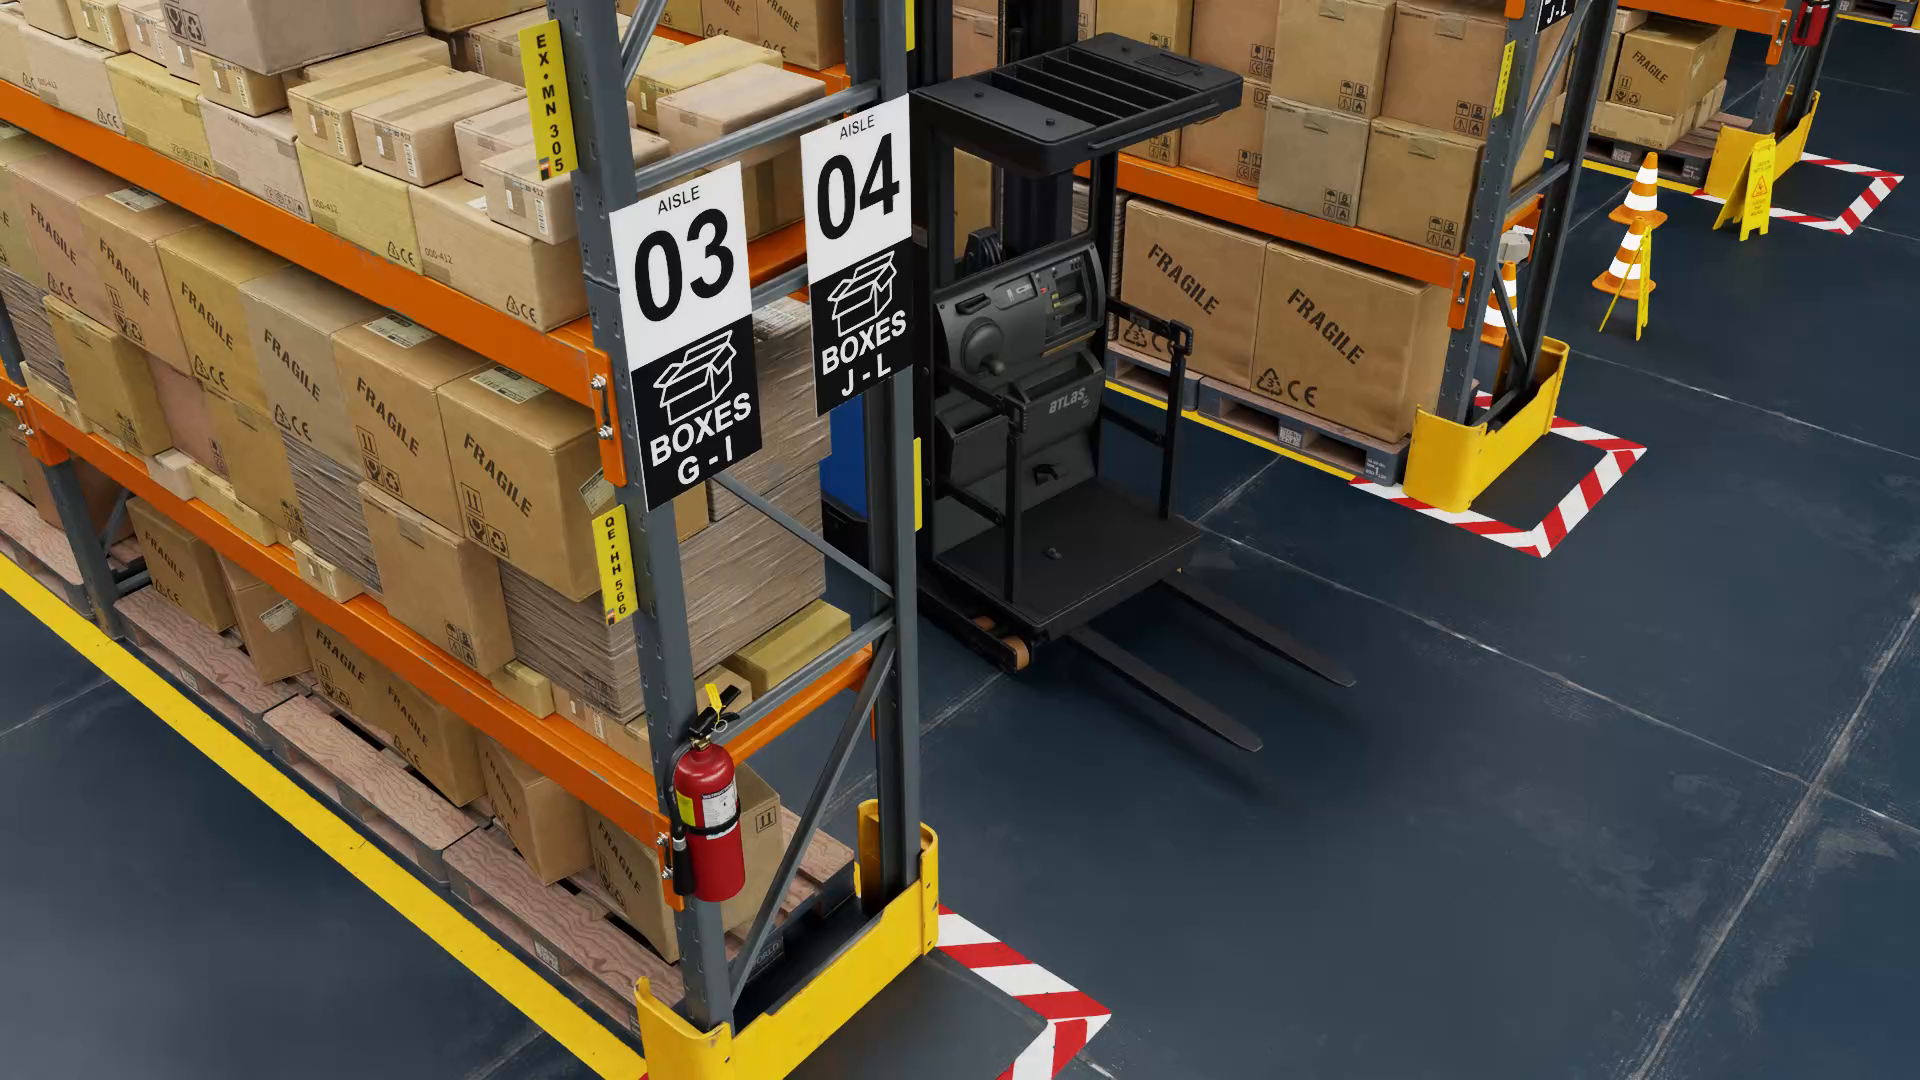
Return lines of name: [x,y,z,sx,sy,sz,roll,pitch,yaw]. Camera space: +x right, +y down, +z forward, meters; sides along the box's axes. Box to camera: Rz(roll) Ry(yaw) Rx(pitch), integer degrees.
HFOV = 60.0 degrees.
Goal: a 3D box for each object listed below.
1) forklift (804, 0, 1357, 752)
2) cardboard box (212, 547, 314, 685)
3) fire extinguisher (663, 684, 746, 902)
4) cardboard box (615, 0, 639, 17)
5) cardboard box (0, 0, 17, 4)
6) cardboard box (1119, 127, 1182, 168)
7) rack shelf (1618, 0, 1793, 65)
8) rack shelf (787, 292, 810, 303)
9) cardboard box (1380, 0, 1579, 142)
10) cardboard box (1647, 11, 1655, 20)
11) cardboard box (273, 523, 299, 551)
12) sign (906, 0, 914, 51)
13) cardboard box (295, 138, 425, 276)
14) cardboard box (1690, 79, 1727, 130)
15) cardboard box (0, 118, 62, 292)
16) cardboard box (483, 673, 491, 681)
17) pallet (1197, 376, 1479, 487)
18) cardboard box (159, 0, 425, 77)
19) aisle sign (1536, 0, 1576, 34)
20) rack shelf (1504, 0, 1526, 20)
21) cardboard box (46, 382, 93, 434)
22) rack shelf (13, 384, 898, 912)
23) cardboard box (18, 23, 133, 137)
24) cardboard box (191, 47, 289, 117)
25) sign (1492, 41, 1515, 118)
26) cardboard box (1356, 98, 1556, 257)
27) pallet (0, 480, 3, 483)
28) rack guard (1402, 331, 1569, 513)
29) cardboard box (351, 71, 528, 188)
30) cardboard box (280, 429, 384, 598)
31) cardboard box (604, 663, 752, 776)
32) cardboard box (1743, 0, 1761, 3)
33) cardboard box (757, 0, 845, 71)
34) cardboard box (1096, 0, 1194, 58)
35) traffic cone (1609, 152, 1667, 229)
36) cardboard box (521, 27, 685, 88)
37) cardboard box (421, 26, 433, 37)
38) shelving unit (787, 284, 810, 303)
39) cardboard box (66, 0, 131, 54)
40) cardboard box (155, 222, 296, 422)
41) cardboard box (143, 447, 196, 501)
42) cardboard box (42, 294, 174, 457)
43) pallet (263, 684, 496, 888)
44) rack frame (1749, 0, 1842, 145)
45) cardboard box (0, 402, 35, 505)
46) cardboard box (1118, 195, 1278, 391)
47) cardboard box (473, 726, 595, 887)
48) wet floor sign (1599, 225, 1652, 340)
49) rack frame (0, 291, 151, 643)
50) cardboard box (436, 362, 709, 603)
forklift: [0.414,-0.945,7.037,1.130,2.935,3.031,-27,43,-33]
cardboard box: [-2.847,0.215,7.125,0.500,0.500,0.500,-19,39,-26]
fire extinguisher: [-0.706,0.714,4.629,0.183,0.674,0.296,25,42,32]
cardboard box: [-2.063,-3.793,11.035,0.500,0.500,0.500,25,42,31]
cardboard box: [-3.077,-1.921,5.529,0.250,0.149,0.380,26,42,32]
cardboard box: [1.217,-2.479,9.078,0.500,0.550,0.875,25,42,32]
rack shelf: [4.304,-4.299,12.496,4.000,0.370,1.077,25,42,32]
rack shelf: [-0.760,-1.118,8.541,0.258,0.148,0.480,-27,43,-33]
cardboard box: [2.491,-2.340,7.921,0.550,0.550,0.875,25,42,32]
cardboard box: [4.975,-3.829,12.571,0.500,0.500,0.500,24,41,30]
cardboard box: [-2.218,-0.088,5.951,0.250,0.149,0.380,25,42,32]
sign: [-0.152,-1.393,4.207,0.005,0.325,0.100,25,42,32]
cardboard box: [-1.418,-0.978,4.508,0.500,0.250,0.500,26,42,32]
cardboard box: [5.398,-3.324,12.498,0.500,0.250,0.500,25,42,31]
cardboard box: [-3.390,-1.311,6.275,0.500,0.500,0.500,25,42,32]
cardboard box: [-1.450,0.274,5.423,0.250,0.149,0.380,25,42,32]
pallet: [2.087,-0.787,9.210,1.213,0.211,1.003,25,42,32]
cardboard box: [-1.853,-1.618,4.514,0.500,0.500,0.500,25,42,32]
aisle sign: [2.614,-2.597,7.085,0.004,0.787,0.394,25,42,32]
rack shelf: [1.215,-3.346,8.458,4.000,0.370,1.077,25,42,32]
cardboard box: [-3.417,-0.600,6.696,0.250,0.149,0.380,25,42,32]
rack shelf: [-2.036,0.012,6.218,4.000,0.370,1.077,25,42,32]
cardboard box: [-2.607,-1.535,5.318,0.500,0.250,0.500,23,41,30]
cardboard box: [-1.908,-1.338,4.680,0.250,0.149,0.380,23,41,30]
sign: [2.394,-2.025,7.317,0.005,0.325,0.100,25,42,32]
cardboard box: [2.438,-1.858,8.173,0.550,0.550,0.875,25,42,32]
pallet: [-5.115,-0.583,8.912,1.213,0.211,1.003,25,42,32]
rack guard: [2.770,-0.642,8.744,0.348,0.500,1.175,25,42,32]
cardboard box: [-1.318,-1.061,4.275,0.250,0.149,0.380,23,41,30]
cardboard box: [-1.722,-0.264,5.633,0.500,0.500,0.875,25,42,32]
cardboard box: [-0.851,0.530,5.050,0.250,0.149,0.380,25,42,32]
cardboard box: [5.417,-3.810,11.371,0.250,0.149,0.380,27,43,33]
cardboard box: [-0.894,-3.244,10.236,0.500,0.500,0.500,25,42,32]
cardboard box: [1.176,-2.896,8.731,0.500,0.550,0.875,25,42,32]
traffic cone: [4.685,-2.420,11.366,0.334,0.463,0.336,25,42,32]
cardboard box: [-0.973,-1.273,4.585,0.250,0.149,0.380,24,41,31]
cardboard box: [-1.541,-1.585,5.039,0.250,0.149,0.380,23,41,30]
shelving unit: [-0.760,-0.989,8.630,0.258,1.200,0.503,-27,43,-33]
cardboard box: [-2.495,-1.640,5.119,0.250,0.149,0.380,24,41,31]
cardboard box: [-2.230,-0.773,5.492,0.500,0.500,0.500,25,42,32]
cardboard box: [-2.843,-0.327,6.298,0.250,0.149,0.380,25,42,32]
cardboard box: [-2.905,-0.786,6.394,0.500,0.500,0.875,25,42,32]
pallet: [-2.093,0.810,6.884,1.213,0.211,1.003,25,42,32]
rack frame: [5.841,-3.872,11.238,0.127,3.000,1.000,25,42,32]
cardboard box: [-4.386,-0.573,8.253,0.500,0.500,0.700,25,42,32]
cardboard box: [1.511,-1.513,9.310,0.875,0.875,0.875,25,41,31]
cardboard box: [-1.450,0.862,6.182,0.500,0.500,0.500,-22,40,-28]
wet floor sign: [4.041,-1.562,9.954,0.232,0.644,0.267,18,38,24]
rack frame: [-3.573,-1.009,7.069,0.127,3.000,1.000,25,42,32]
cardboard box: [-1.080,-0.228,4.698,0.500,0.500,0.500,25,42,32]
